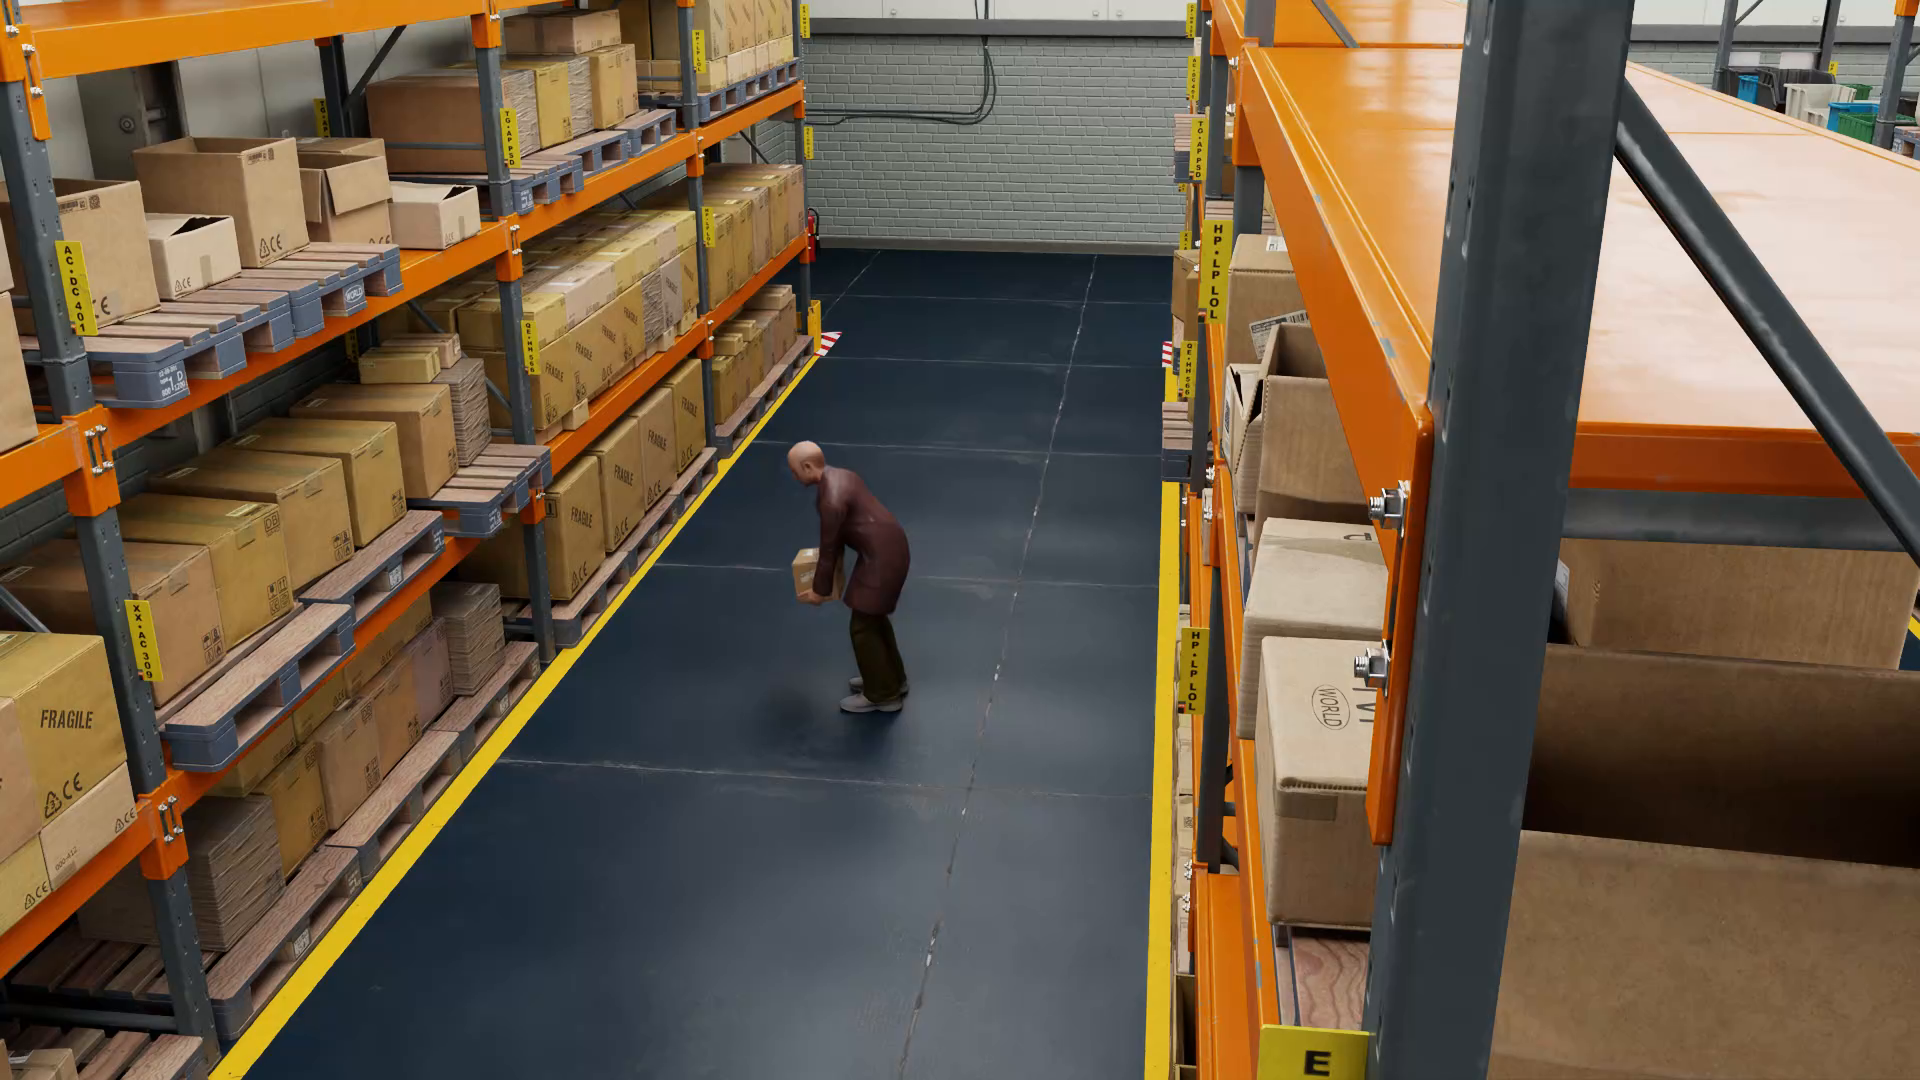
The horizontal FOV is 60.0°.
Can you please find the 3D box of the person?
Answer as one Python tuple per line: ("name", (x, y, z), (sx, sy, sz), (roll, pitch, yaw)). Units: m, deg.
("person", (-0.641, 0.201, 9.789), (0.697, 1.632, 0.544), (2, 21, 5))
